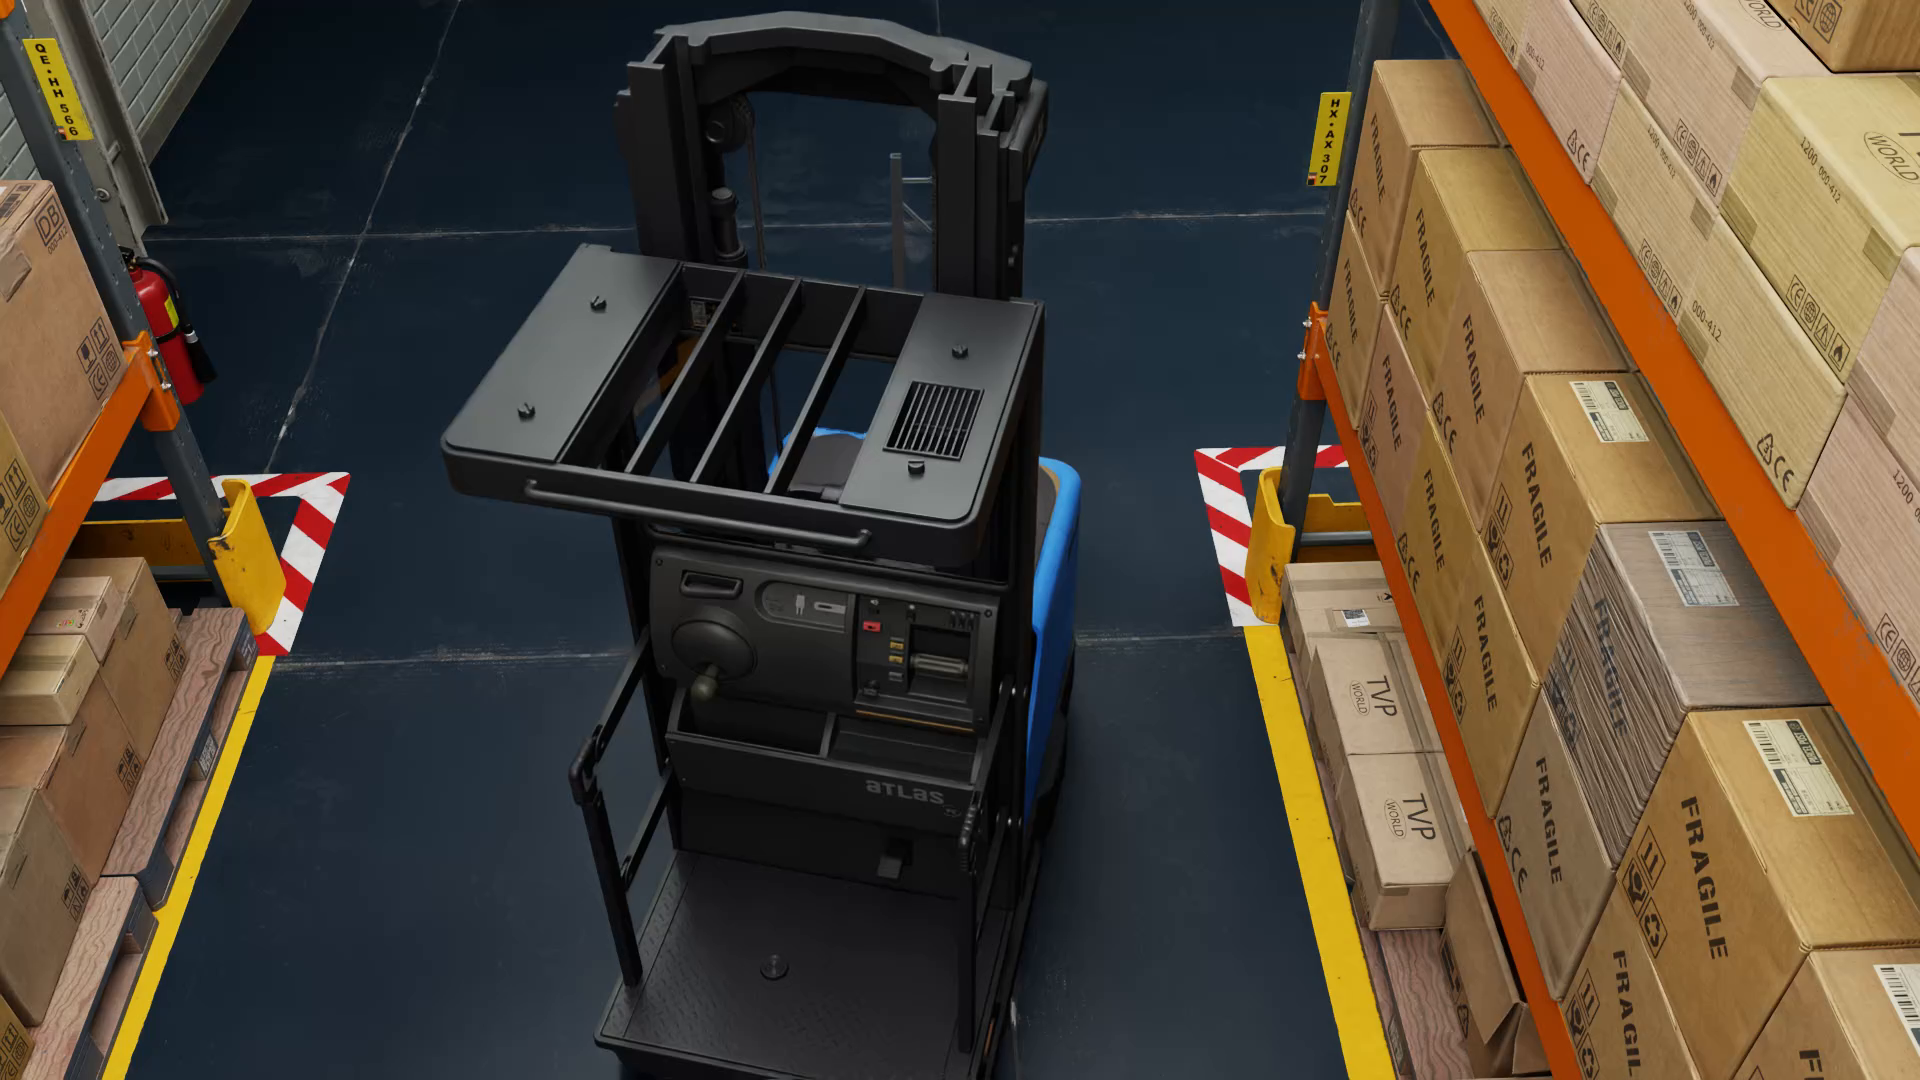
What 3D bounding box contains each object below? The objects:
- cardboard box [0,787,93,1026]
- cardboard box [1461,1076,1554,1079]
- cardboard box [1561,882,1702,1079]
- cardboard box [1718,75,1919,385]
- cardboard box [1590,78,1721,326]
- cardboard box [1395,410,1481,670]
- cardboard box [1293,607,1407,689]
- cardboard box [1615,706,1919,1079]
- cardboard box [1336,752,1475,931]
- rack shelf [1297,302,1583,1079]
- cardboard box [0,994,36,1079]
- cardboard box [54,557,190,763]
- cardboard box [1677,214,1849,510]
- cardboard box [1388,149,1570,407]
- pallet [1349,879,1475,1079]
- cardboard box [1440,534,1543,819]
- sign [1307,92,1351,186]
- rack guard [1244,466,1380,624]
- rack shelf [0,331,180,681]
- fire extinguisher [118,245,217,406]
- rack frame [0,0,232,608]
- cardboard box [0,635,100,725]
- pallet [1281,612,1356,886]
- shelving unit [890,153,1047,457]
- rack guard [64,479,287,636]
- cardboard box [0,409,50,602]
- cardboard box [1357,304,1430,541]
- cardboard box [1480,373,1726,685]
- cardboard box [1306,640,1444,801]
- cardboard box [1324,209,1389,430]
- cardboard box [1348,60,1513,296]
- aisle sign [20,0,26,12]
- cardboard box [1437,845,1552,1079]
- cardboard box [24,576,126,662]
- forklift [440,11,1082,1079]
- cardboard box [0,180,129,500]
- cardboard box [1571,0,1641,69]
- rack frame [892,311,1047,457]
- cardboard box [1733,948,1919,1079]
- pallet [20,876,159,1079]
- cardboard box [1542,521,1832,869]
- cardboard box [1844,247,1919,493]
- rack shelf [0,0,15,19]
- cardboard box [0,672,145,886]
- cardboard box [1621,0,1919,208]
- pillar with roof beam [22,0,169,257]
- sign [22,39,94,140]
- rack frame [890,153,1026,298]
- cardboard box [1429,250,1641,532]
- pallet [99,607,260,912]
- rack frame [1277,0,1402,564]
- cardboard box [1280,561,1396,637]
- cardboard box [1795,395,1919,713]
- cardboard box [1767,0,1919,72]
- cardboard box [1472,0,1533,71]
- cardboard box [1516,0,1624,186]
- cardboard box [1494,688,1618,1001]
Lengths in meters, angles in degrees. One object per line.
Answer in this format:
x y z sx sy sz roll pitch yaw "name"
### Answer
-3.061 1.093 4.877 0.700 0.500 0.500 -3 43 -3 "cardboard box"
1.545 1.681 4.360 0.500 0.311 0.500 -2 43 -2 "cardboard box"
1.584 1.020 3.343 0.500 0.500 0.500 -1 43 -1 "cardboard box"
1.556 -0.495 2.592 0.500 0.250 0.500 -2 43 -2 "cardboard box"
1.541 -0.649 3.129 0.500 0.250 0.500 -2 43 -2 "cardboard box"
1.516 -0.008 4.465 0.500 0.500 0.500 -2 43 -2 "cardboard box"
1.400 0.378 5.888 0.380 0.166 0.250 -2 43 -2 "cardboard box"
1.580 0.650 3.007 0.500 0.500 0.500 -2 43 -3 "cardboard box"
1.497 0.937 5.218 0.500 0.250 0.500 -2 43 -2 "cardboard box"
1.800 0.650 4.353 1.077 0.370 4.000 -2 43 -2 "rack shelf"
-3.031 1.453 4.484 0.700 0.500 0.500 -1 43 -1 "cardboard box"
-3.105 0.416 5.616 0.700 0.500 0.500 -2 43 -2 "cardboard box"
1.558 -0.311 2.761 0.500 0.250 0.500 -2 43 -2 "cardboard box"
1.500 -0.711 4.492 0.500 0.500 0.500 -1 43 -1 "cardboard box"
1.802 1.474 4.986 1.003 0.211 1.213 -2 43 -2 "pallet"
1.535 0.330 4.096 0.500 0.500 0.500 -1 43 -1 "cardboard box"
1.173 -1.269 5.273 0.100 0.325 0.005 -2 43 -2 "sign"
1.718 0.008 6.372 1.175 0.500 0.348 -2 43 -2 "rack guard"
-3.149 0.795 4.195 1.077 0.370 4.000 -2 43 -2 "rack shelf"
-2.780 -0.770 5.703 0.296 0.674 0.183 -2 43 -2 "fire extinguisher"
-3.234 -0.820 5.425 1.000 3.000 0.127 -2 43 -2 "rack frame"
-2.906 0.431 5.119 0.380 0.149 0.250 -1 43 -1 "cardboard box"
1.753 0.652 5.882 1.003 0.211 1.213 -2 43 -2 "pallet"
0.011 -0.515 6.202 0.587 1.500 1.083 -1 43 -1 "shelving unit"
-3.235 0.085 6.288 1.175 0.500 0.348 -2 43 -2 "rack guard"
-3.161 -0.096 4.413 0.980 0.700 0.700 -2 43 -2 "cardboard box"
1.497 -0.347 4.834 0.500 0.500 0.500 -2 43 -2 "cardboard box"
1.539 -0.030 3.749 0.500 0.500 0.500 -2 43 -2 "cardboard box"
1.476 0.599 5.586 0.500 0.250 0.500 -2 43 -2 "cardboard box"
1.470 -0.695 5.214 0.500 0.500 0.500 -1 43 -1 "cardboard box"
1.470 -1.063 4.876 0.500 0.500 0.500 0 43 0 "cardboard box"
-2.938 -1.836 4.609 0.394 0.787 0.004 -2 43 -2 "aisle sign"
1.800 1.225 4.715 0.797 0.503 0.637 -2 43 -2 "cardboard box"
-2.917 0.258 5.307 0.380 0.149 0.250 -2 43 -2 "cardboard box"
-0.407 0.356 4.193 1.130 2.935 3.031 9 43 9 "forklift"
-3.203 -0.587 4.949 0.980 0.700 0.700 0 43 0 "cardboard box"
1.518 -1.171 3.328 0.500 0.250 0.500 -2 43 -2 "cardboard box"
0.028 -0.166 5.821 0.500 1.500 0.032 -1 43 -1 "rack frame"
1.605 0.996 2.630 0.500 0.500 0.500 -1 43 -2 "cardboard box"
-3.073 1.567 4.885 1.003 0.211 1.213 -2 43 -2 "pallet"
1.559 0.310 3.378 0.500 0.500 0.500 -1 43 -1 "cardboard box"
1.575 -0.158 2.223 0.500 0.250 0.500 -2 43 -2 "cardboard box"
-3.149 -0.311 3.182 1.077 0.370 4.000 -2 43 -2 "rack shelf"
-3.083 0.754 5.247 0.700 0.500 0.500 -2 43 -2 "cardboard box"
1.535 -0.833 2.960 0.500 0.250 0.500 -2 43 -2 "cardboard box"
0.088 -4.953 5.494 9.100 9.000 0.400 -2 43 -2 "pillar with roof beam"
-2.692 -1.341 4.961 0.100 0.325 0.005 -2 43 -2 "sign"
-0.005 -0.852 6.570 0.500 1.500 0.032 -1 43 -1 "rack frame"
1.516 -0.373 4.123 0.500 0.500 0.500 -1 43 -1 "cardboard box"
-3.122 0.745 5.781 1.003 0.211 1.213 -2 43 -2 "pallet"
1.715 -0.965 5.583 1.000 3.000 0.127 -2 43 -2 "rack frame"
1.389 0.216 6.079 0.380 0.149 0.250 -2 43 -2 "cardboard box"
1.588 0.026 2.393 0.500 0.250 0.500 -2 43 -2 "cardboard box"
1.746 -1.115 2.713 0.700 0.500 0.500 -2 43 -2 "cardboard box"
1.491 -1.324 3.865 0.500 0.250 0.500 -2 43 -2 "cardboard box"
1.514 -0.986 3.497 0.500 0.250 0.500 -2 43 -2 "cardboard box"
1.560 0.674 3.721 0.500 0.500 0.500 -1 43 -1 "cardboard box"
